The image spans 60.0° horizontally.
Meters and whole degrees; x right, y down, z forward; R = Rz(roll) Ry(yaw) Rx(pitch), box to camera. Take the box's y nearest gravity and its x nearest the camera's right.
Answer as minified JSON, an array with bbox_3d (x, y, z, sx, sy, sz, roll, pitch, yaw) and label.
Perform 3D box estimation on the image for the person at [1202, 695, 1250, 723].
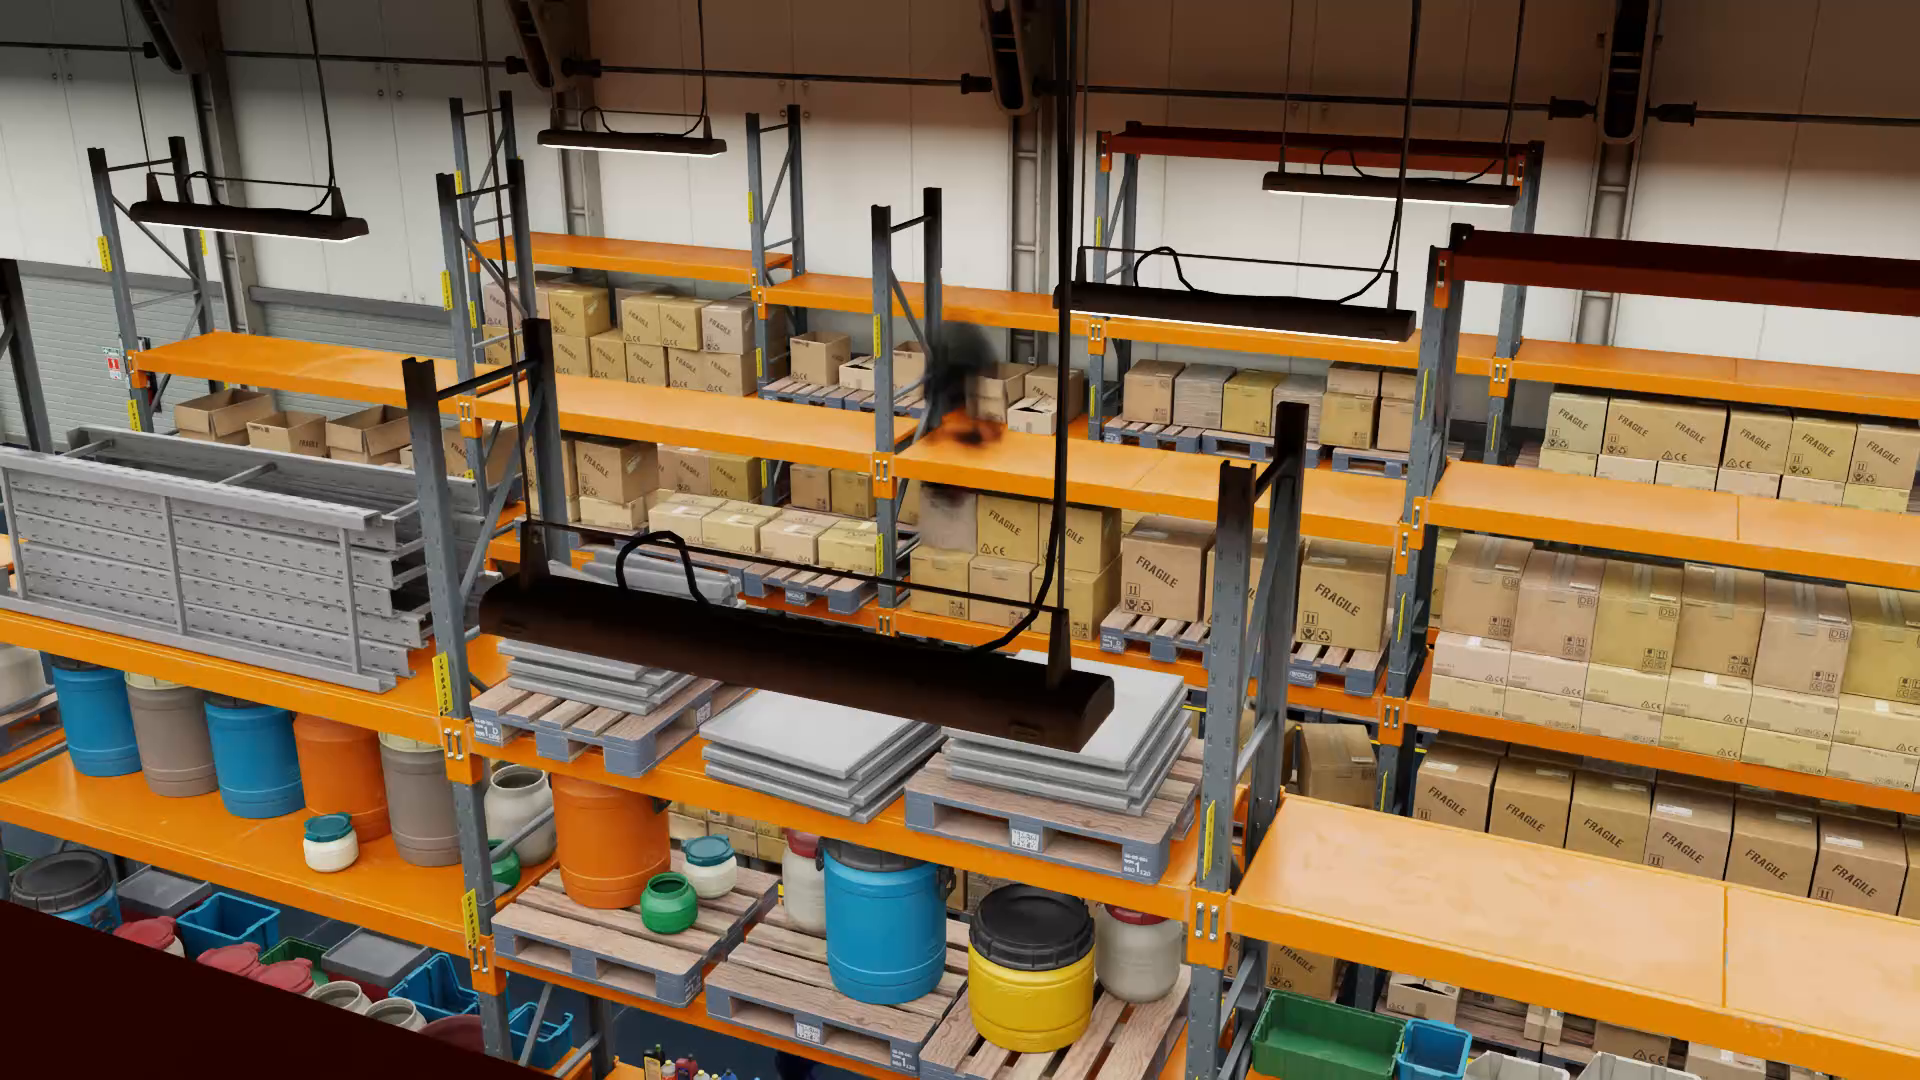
[{"bbox_3d":[2.536,1.958,15.178,0.875,1.609,0.536,7,22,19],"label":"person"}]

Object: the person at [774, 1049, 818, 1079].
[{"bbox_3d":[-1.129,3.413,11.309,0.583,1.602,0.586,11,23,27],"label":"person"}]
